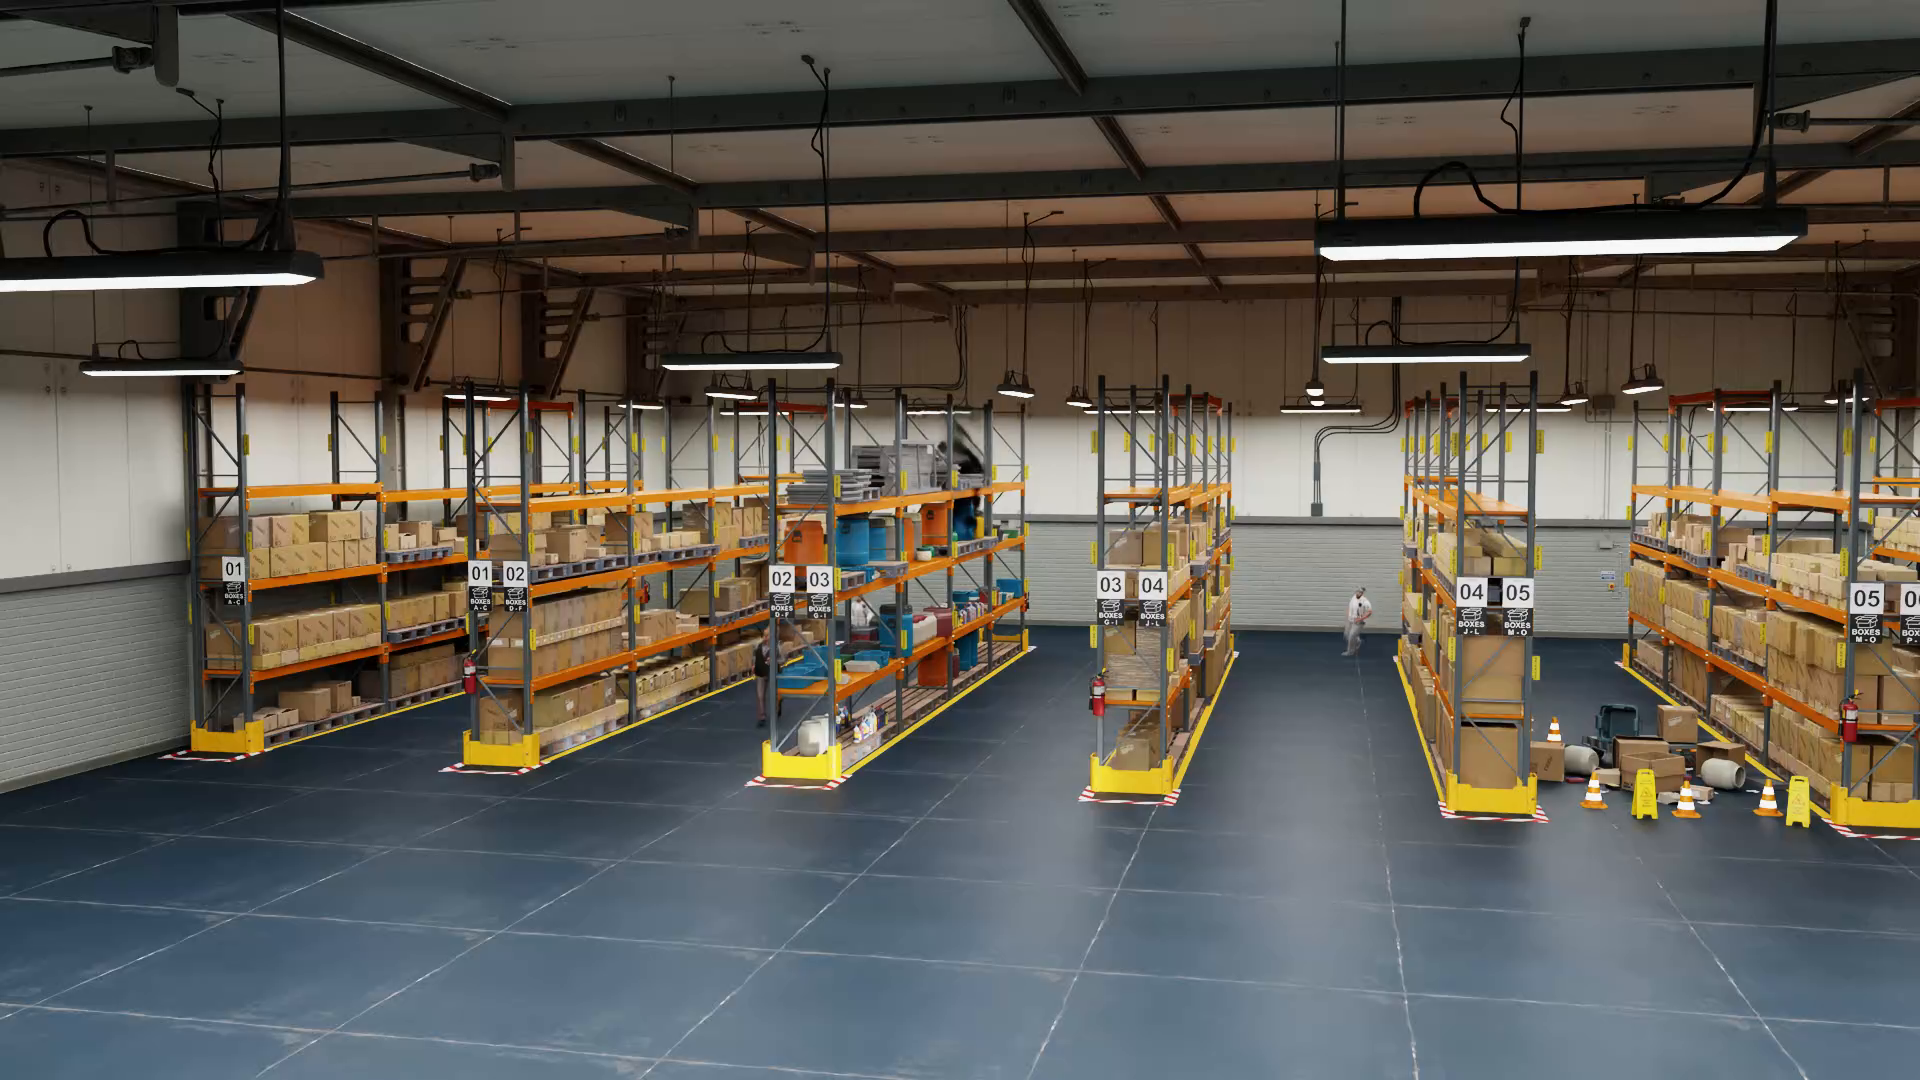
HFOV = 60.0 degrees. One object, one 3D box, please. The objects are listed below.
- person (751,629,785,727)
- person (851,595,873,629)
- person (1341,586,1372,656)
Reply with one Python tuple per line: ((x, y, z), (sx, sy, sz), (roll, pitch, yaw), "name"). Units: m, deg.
((-3.441, 2.445, 29.720), (0.667, 1.699, 0.915), (0, 3, 8), "person")
((-2.330, 1.973, 38.337), (0.554, 1.686, 0.637), (0, 3, 6), "person")
((9.471, 1.912, 39.431), (0.604, 1.694, 0.746), (-2, 4, -33), "person")
